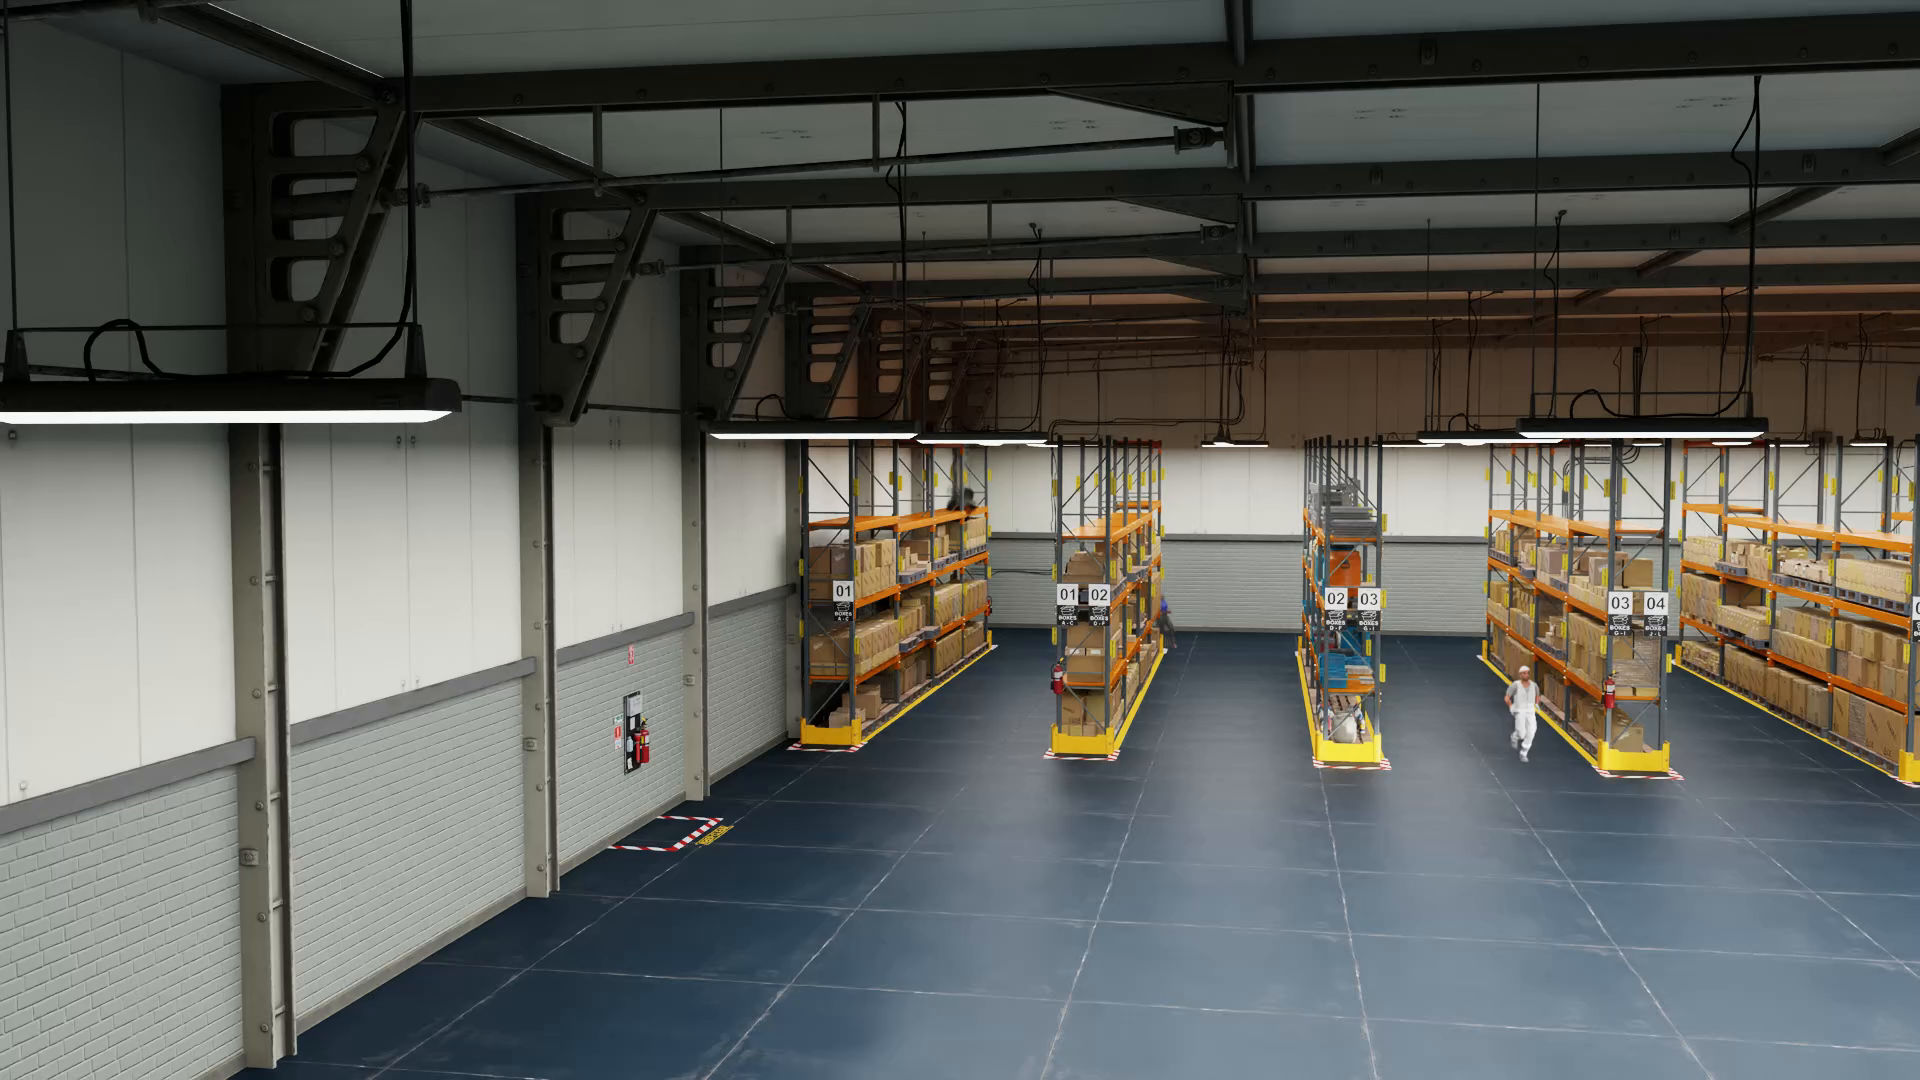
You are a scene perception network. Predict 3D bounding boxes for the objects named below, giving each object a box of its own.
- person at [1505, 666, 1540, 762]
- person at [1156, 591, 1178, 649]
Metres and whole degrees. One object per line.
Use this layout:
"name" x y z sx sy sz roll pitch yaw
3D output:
"person" 10.429 3.200 30.781 0.661 1.752 0.627 0 3 -3
"person" 5.873 2.301 48.083 0.819 1.658 0.565 3 4 40
